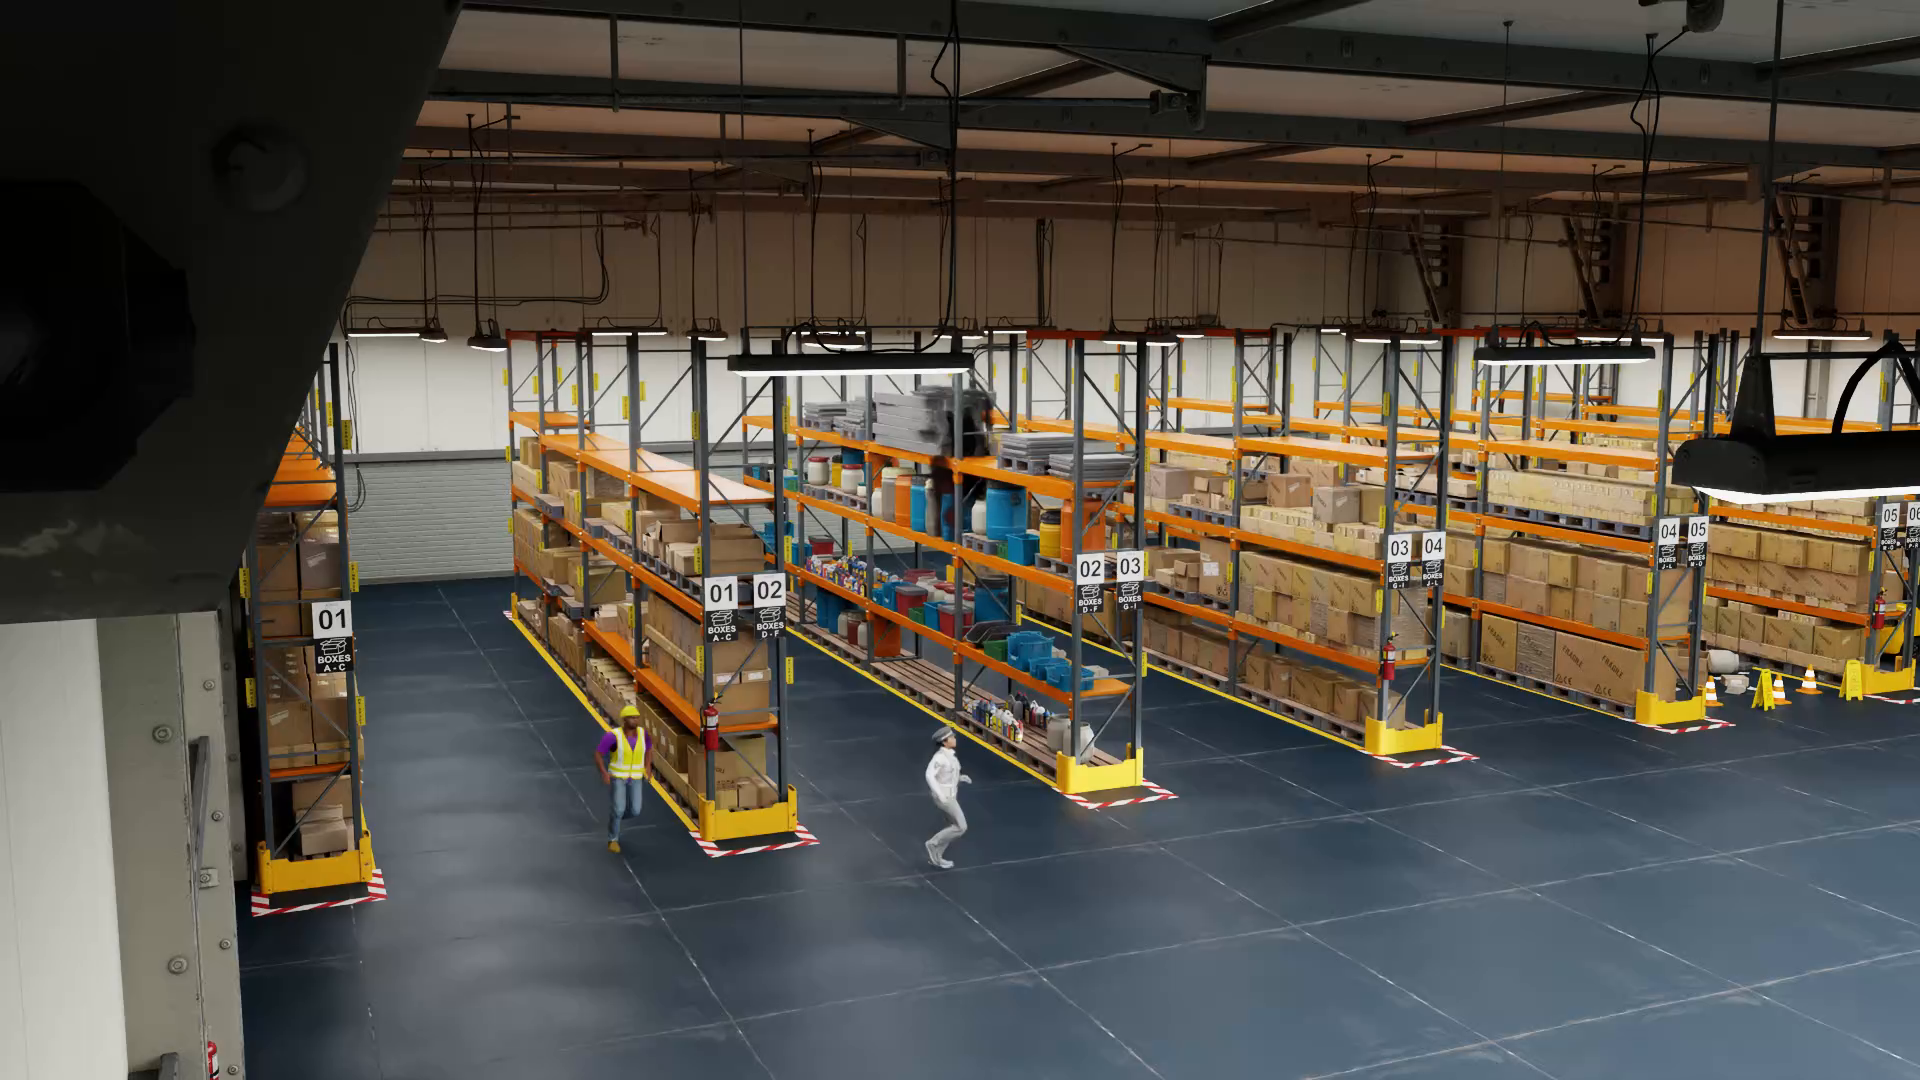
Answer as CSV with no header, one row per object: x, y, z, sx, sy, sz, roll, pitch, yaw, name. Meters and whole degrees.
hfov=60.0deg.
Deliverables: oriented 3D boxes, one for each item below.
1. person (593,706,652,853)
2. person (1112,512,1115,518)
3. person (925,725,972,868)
-3.989,2.817,19.822,0.750,1.714,0.554,-5,9,-32,person
3.774,-0.031,41.444,0.481,1.508,0.626,-4,9,-25,person
-0.134,2.934,18.979,0.509,1.669,0.486,1,8,8,person
